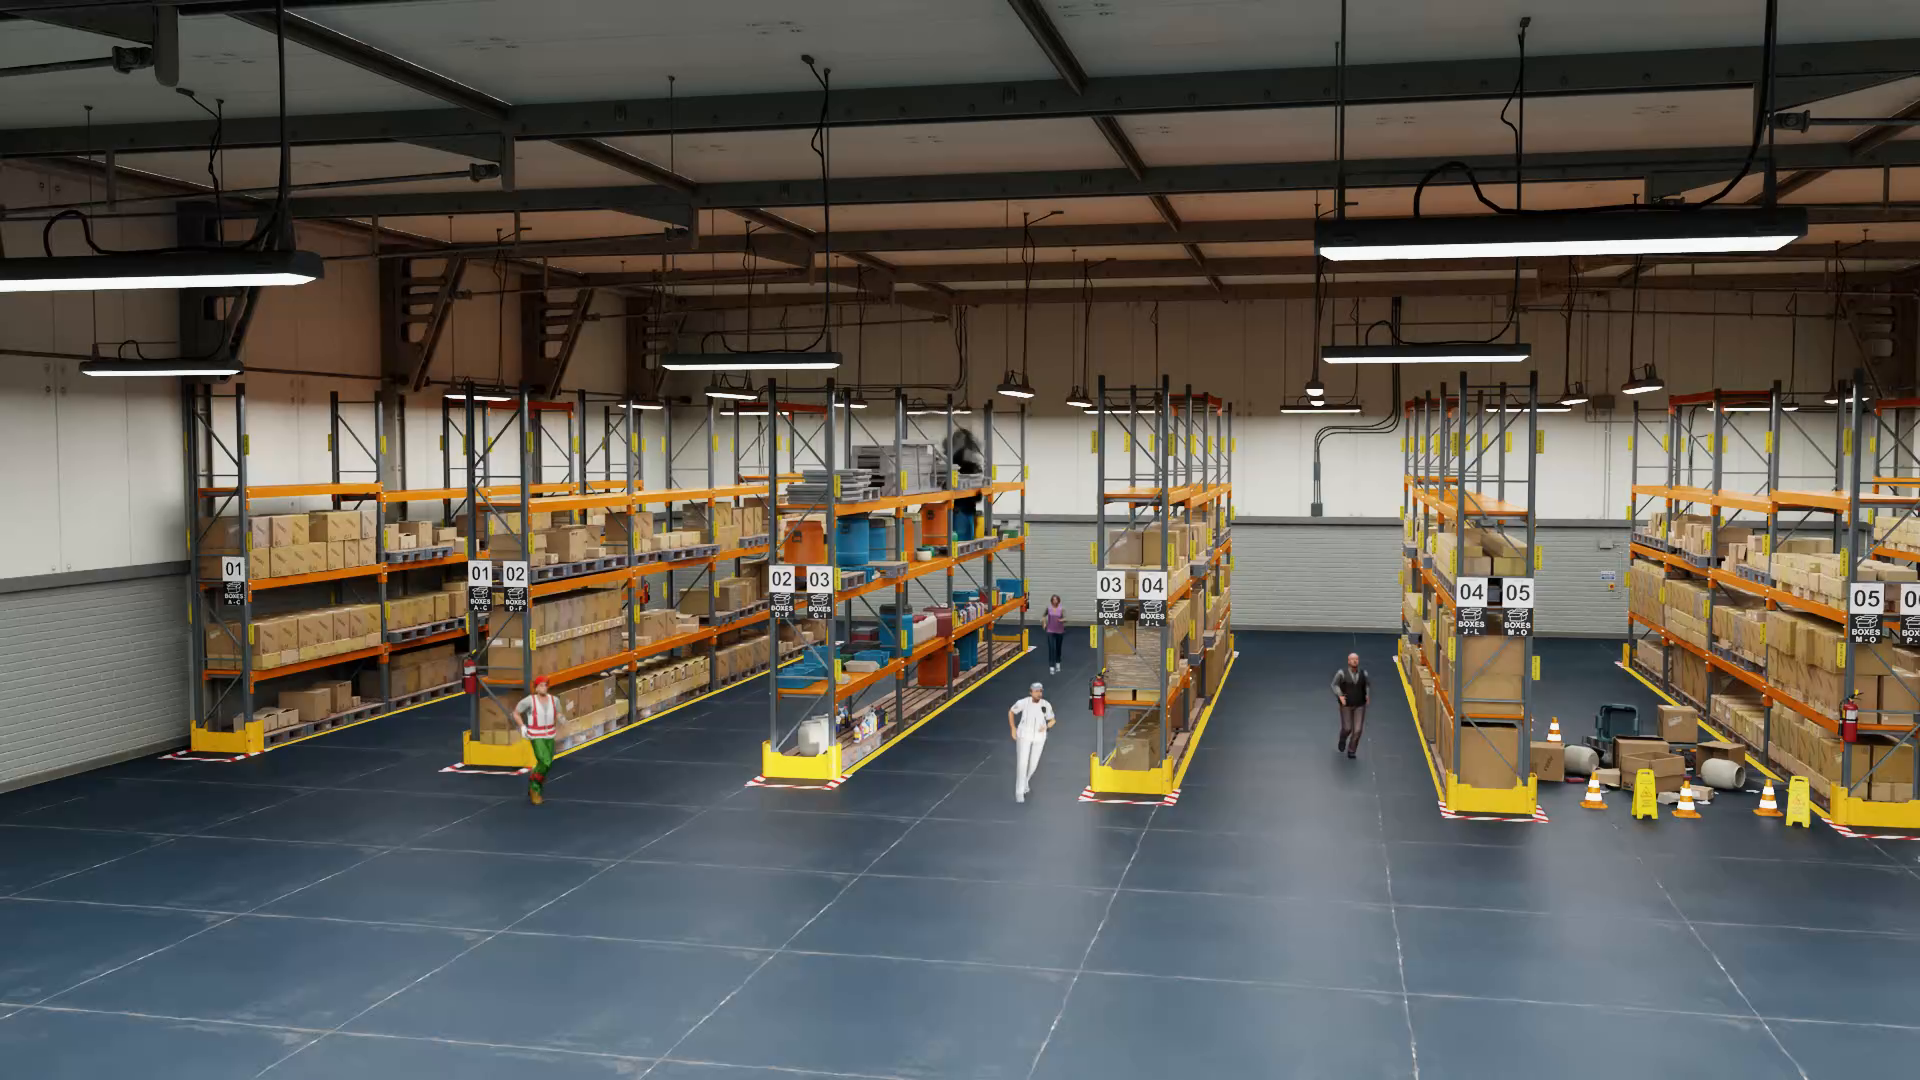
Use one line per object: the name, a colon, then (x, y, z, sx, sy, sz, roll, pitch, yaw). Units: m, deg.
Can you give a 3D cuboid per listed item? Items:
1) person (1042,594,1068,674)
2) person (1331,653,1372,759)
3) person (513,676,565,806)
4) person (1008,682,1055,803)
person: (1.960, 1.928, 34.316, 0.531, 1.615, 0.819, 0, 3, 3)
person: (6.266, 2.643, 26.534, 0.646, 1.675, 0.579, 0, 3, -1)
person: (-5.813, 2.795, 23.222, 0.713, 1.809, 0.619, 3, 4, 43)
person: (1.023, 2.868, 23.606, 0.649, 1.720, 0.739, -1, 3, -9)
